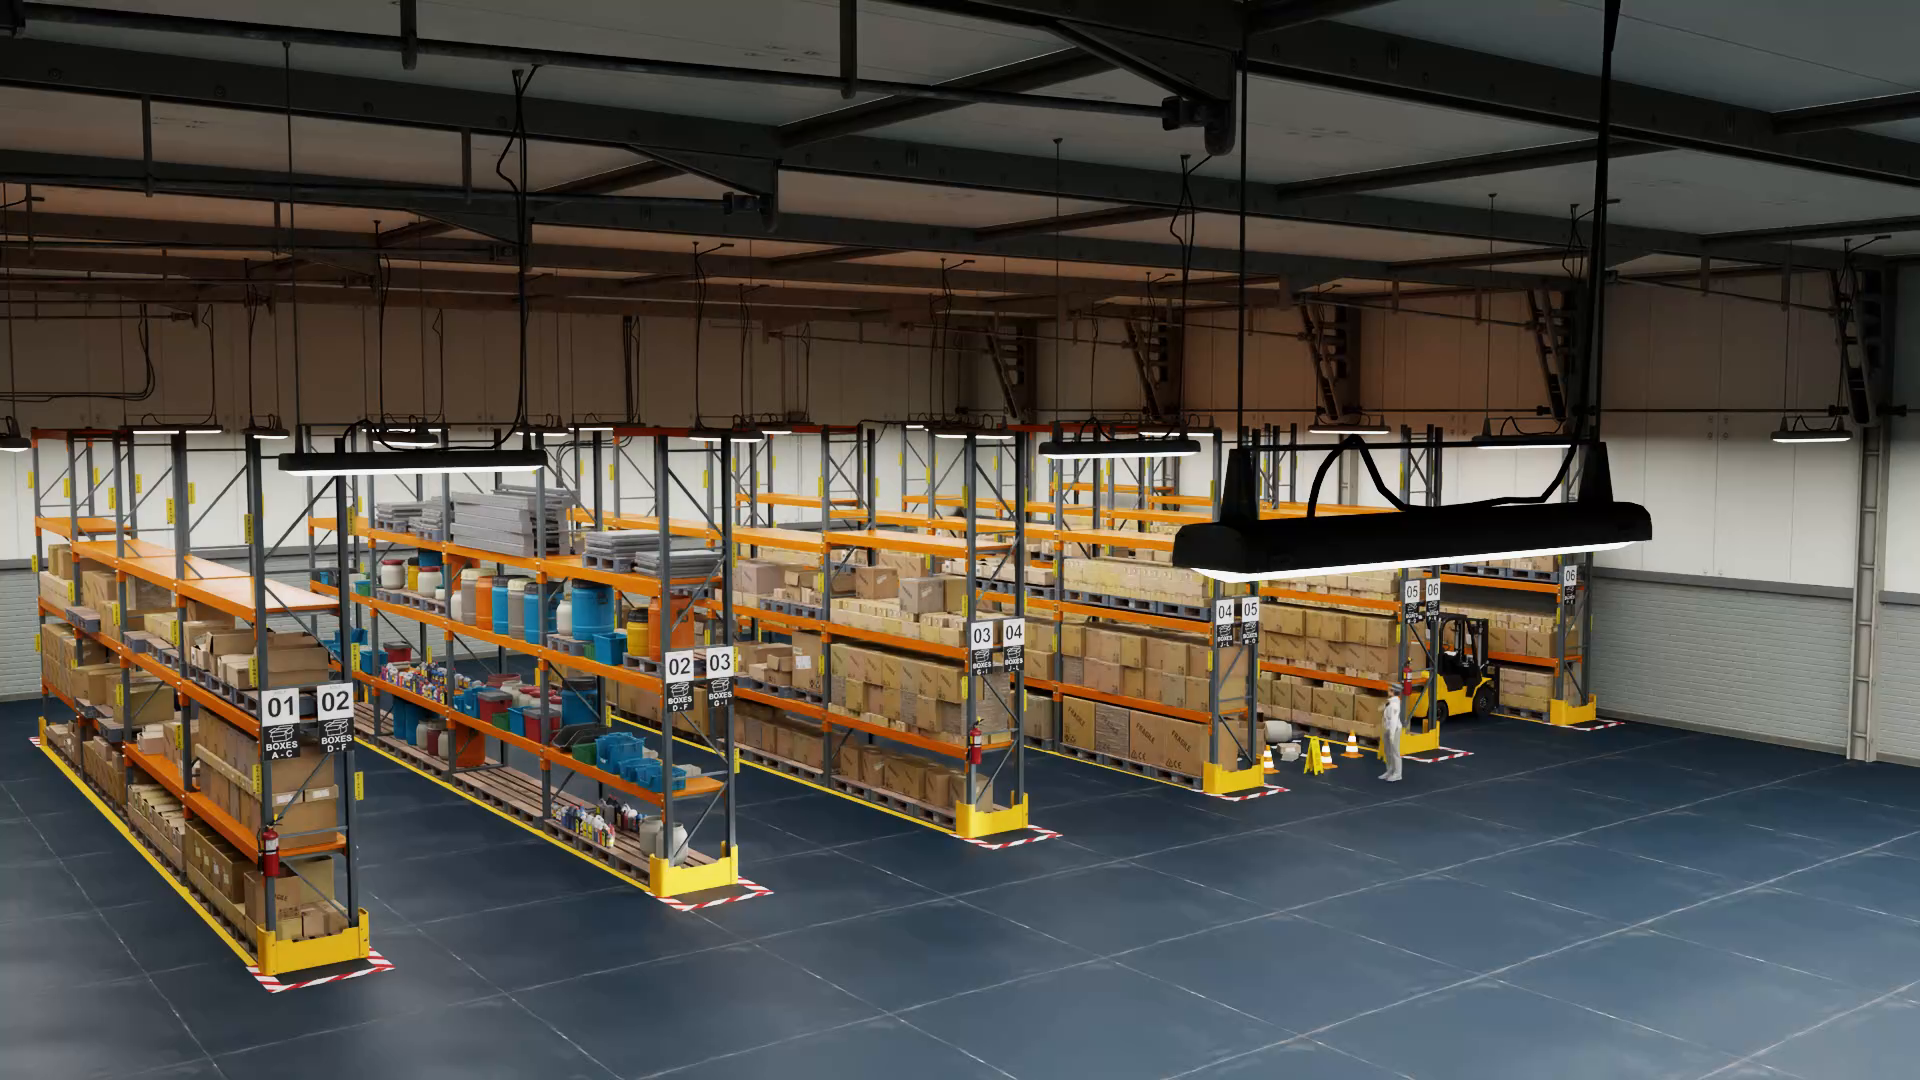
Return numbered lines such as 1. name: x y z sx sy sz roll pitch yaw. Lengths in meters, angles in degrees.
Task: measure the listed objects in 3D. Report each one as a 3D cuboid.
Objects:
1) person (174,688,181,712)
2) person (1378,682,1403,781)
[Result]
1. person: -14.471 3.087 31.025 0.389 1.654 0.543 0 4 0
2. person: 7.344 3.272 28.403 0.384 1.716 0.543 -1 5 -12
